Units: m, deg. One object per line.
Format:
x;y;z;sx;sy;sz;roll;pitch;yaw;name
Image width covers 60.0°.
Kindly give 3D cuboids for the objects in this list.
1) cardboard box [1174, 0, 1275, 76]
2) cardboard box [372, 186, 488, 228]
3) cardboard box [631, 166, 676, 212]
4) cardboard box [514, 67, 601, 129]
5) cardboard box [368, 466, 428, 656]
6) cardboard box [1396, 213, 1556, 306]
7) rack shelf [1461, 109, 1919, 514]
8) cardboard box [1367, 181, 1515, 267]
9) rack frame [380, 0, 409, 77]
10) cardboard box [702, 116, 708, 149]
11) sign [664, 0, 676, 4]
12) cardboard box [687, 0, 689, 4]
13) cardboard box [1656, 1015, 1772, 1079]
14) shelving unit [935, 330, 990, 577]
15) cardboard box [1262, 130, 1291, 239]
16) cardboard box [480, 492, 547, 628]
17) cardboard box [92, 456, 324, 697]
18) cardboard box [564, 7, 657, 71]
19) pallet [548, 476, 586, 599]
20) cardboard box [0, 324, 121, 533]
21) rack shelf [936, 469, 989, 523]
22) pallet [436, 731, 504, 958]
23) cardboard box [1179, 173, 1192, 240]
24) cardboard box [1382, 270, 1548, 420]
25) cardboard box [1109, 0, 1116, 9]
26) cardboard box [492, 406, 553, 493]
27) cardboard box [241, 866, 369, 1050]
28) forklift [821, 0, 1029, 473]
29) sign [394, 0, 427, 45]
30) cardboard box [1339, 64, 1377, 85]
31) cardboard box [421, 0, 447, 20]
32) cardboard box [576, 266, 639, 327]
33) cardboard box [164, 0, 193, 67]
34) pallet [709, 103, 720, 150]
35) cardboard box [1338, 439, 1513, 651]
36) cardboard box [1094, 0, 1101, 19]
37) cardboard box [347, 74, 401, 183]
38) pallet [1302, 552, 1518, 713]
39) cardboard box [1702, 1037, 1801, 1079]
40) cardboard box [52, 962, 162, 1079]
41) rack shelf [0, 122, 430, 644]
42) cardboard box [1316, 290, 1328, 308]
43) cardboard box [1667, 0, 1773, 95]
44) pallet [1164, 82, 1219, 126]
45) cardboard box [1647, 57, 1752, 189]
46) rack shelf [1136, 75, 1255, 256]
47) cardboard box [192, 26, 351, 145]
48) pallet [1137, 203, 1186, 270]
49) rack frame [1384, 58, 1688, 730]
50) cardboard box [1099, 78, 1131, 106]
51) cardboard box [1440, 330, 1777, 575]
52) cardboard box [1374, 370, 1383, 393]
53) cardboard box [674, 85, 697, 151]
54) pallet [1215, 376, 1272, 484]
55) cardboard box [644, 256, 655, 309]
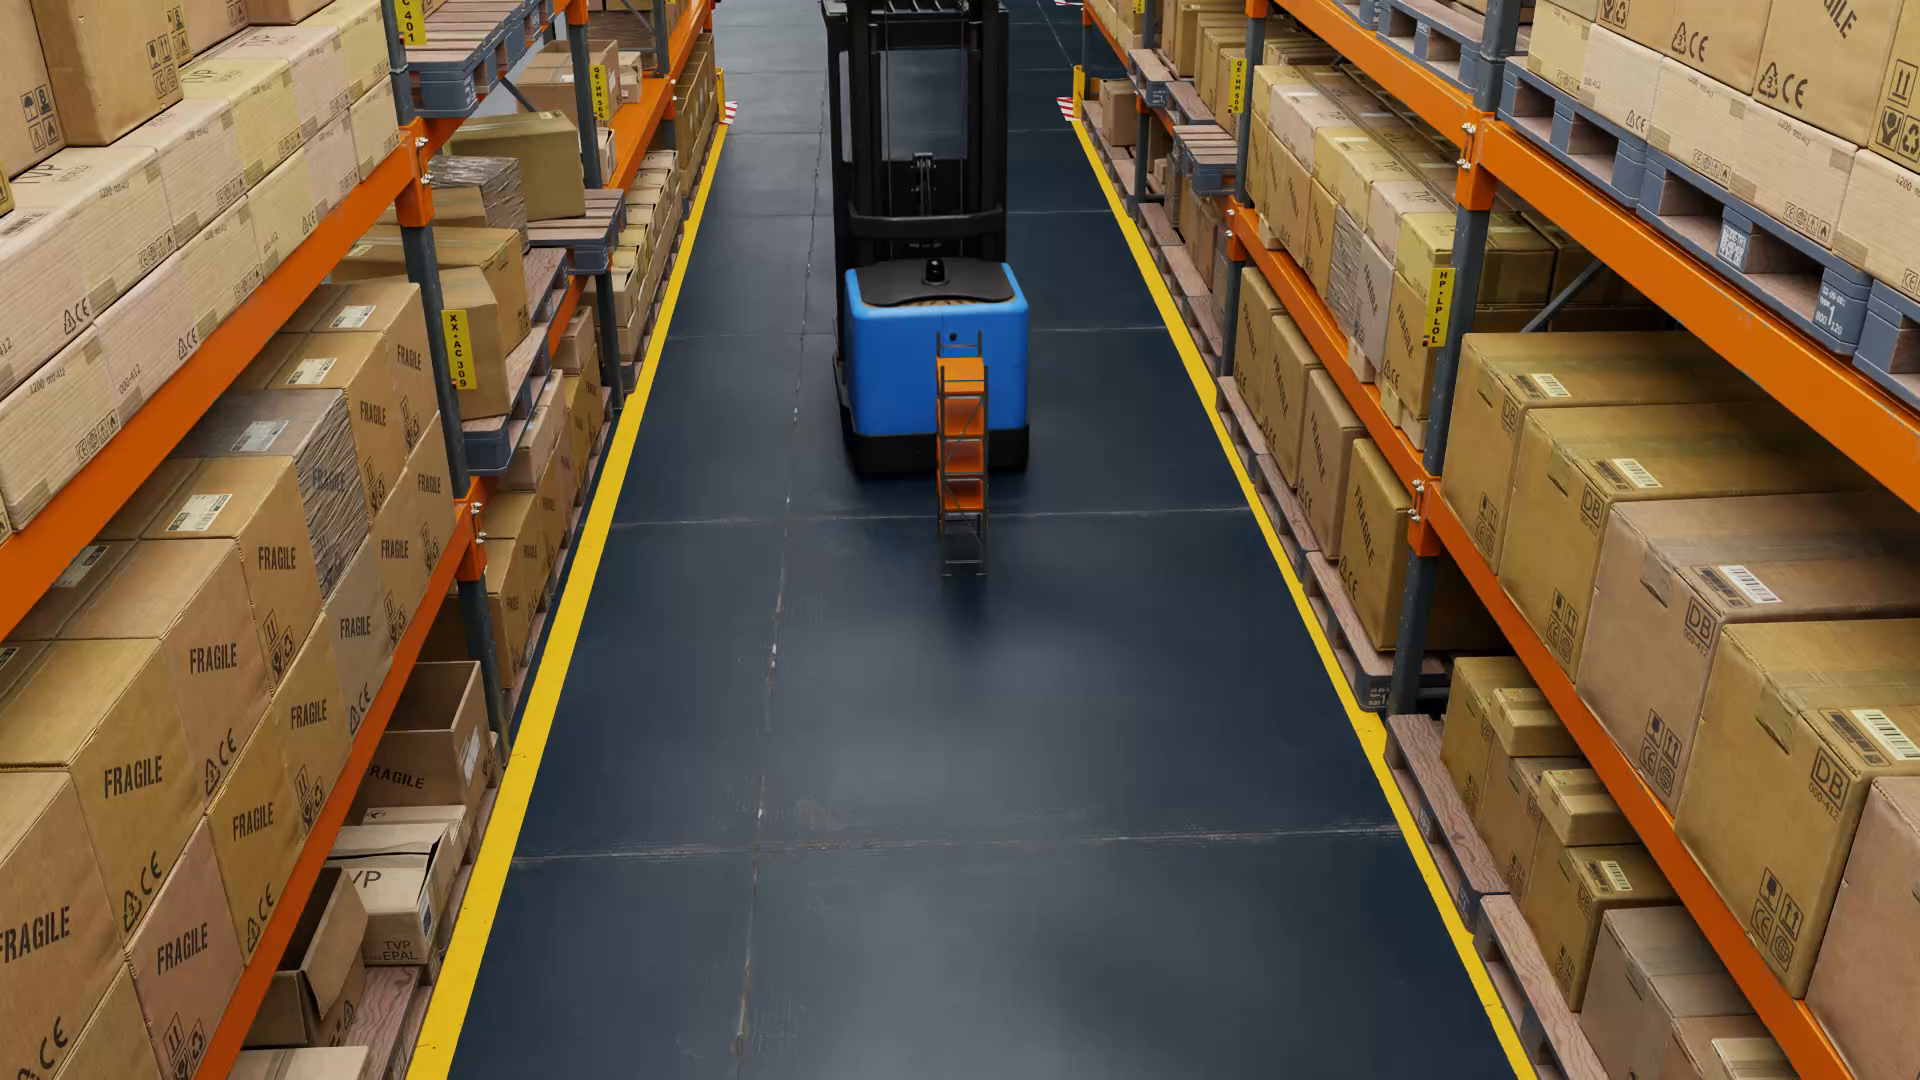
2.043;-3.902;12.904;0.700;0.500;0.500;1;28;3;cardboard box
-2.654;-1.386;8.101;0.700;0.500;0.500;-8;29;-16;cardboard box
-2.577;-2.831;13.347;0.500;0.311;0.500;-1;28;-1;cardboard box
-2.813;-3.007;11.663;0.500;0.500;0.500;-3;28;-5;cardboard box
-2.189;0.078;5.749;0.500;0.500;0.500;-1;28;-1;cardboard box
2.167;-1.189;7.024;0.500;0.250;0.500;-1;28;-1;cardboard box
2.551;-0.549;4.594;1.077;0.370;4.000;-1;28;-3;rack shelf
2.150;-1.426;7.477;0.500;0.250;0.500;-1;28;-2;cardboard box
-2.500;-3.001;5.272;1.000;3.000;0.127;-1;28;-3;rack frame
-2.713;-3.917;16.035;0.500;0.250;0.500;-1;28;-3;cardboard box
-2.376;-4.531;13.527;0.100;0.325;0.005;-1;28;-3;sign
-3.115;-5.711;16.848;0.700;0.500;0.500;-1;28;-3;cardboard box
2.493;1.755;4.890;0.700;0.500;0.500;-1;28;-3;cardboard box
0.009;-0.456;8.826;0.258;1.200;0.503;-1;28;-3;shelving unit
2.026;-2.022;9.431;0.500;0.500;0.500;0;28;-1;cardboard box
-2.321;0.097;8.047;0.500;0.500;0.500;-1;28;-2;cardboard box
-2.135;0.101;4.624;0.500;0.500;0.500;-2;28;-3;cardboard box
-2.947;-4.284;14.113;0.700;0.500;0.500;-2;28;-4;cardboard box
-2.647;-0.044;9.106;1.003;0.211;1.213;-1;28;-3;pallet
-2.077;-0.232;3.369;0.500;0.250;0.500;-1;28;-3;cardboard box
0.009;-0.220;8.949;0.258;0.148;0.480;-1;28;-3;rack shelf
-2.465;1.213;6.696;1.003;0.211;1.213;-1;28;-3;pallet
2.161;-2.666;13.346;0.700;0.500;0.500;-2;28;-4;cardboard box
2.171;-0.854;7.193;0.500;0.500;0.500;-2;28;-3;cardboard box
1.648;-5.105;15.125;0.500;0.500;0.500;-2;28;-4;cardboard box
-2.334;-0.451;8.288;0.500;0.250;0.500;-1;28;-3;cardboard box
-2.397;1.439;5.472;0.797;0.503;0.637;-1;28;-3;cardboard box
-0.282;-2.351;10.588;1.130;2.935;3.031;-3;28;-6;forklift
-1.959;-1.917;5.878;0.100;0.325;0.005;-1;28;-3;sign
2.520;-2.624;9.775;0.500;0.250;0.500;-1;28;-1;cardboard box
-2.510;-2.488;6.863;0.600;0.600;0.600;-2;28;-3;cardboard box
-2.443;-1.653;11.088;0.500;0.311;0.500;0;28;-1;cardboard box
-2.520;-1.470;4.391;0.700;0.500;0.500;-1;28;-3;cardboard box
-3.045;-4.294;17.255;1.003;0.211;1.213;-1;28;-3;pallet
2.283;0.008;7.862;0.750;0.750;0.750;-1;28;-2;cardboard box
1.590;-5.238;16.190;0.500;0.250;0.500;-2;28;-3;cardboard box
-2.209;-1.386;5.582;0.500;0.250;0.500;-1;28;-3;cardboard box
2.331;0.420;8.217;1.003;0.211;1.213;-1;28;-3;pallet
2.316;1.526;4.628;0.380;0.149;0.250;-1;28;-1;cardboard box
-2.051;1.251;3.500;0.500;0.500;0.500;-1;28;-2;cardboard box
-2.396;-0.428;4.361;1.077;0.370;4.000;-1;28;-3;rack shelf
2.115;-1.341;8.828;0.380;0.149;0.250;-1;28;-2;cardboard box
2.268;-1.487;4.403;0.500;0.500;0.500;-1;28;-2;cardboard box
2.094;-3.137;12.229;1.003;0.211;1.213;-1;28;-3;pallet
2.266;-1.158;4.583;0.500;0.250;0.500;-2;28;-4;cardboard box
2.133;-2.914;12.371;1.077;0.370;4.000;-1;28;-3;rack shelf
-2.181;-1.377;5.024;0.500;0.250;0.500;-1;28;-3;cardboard box
2.071;-2.561;13.931;1.003;0.211;1.213;-1;28;-3;pallet
2.447;-0.462;6.892;1.000;3.000;0.127;-1;28;-3;rack frame
1.766;-4.685;17.421;0.500;0.311;0.500;-4;28;-8;cardboard box
2.459;-0.344;6.342;0.980;0.700;0.700;-1;28;-2;cardboard box
2.141;-0.745;7.686;0.380;0.149;0.250;-1;28;-1;cardboard box
-2.663;-3.787;14.976;0.500;0.500;0.500;-1;28;-3;cardboard box
2.204;-0.707;10.377;1.003;0.211;1.213;-1;28;-3;pallet
-2.503;-1.876;12.123;0.500;0.250;0.500;-2;28;-4;cardboard box
